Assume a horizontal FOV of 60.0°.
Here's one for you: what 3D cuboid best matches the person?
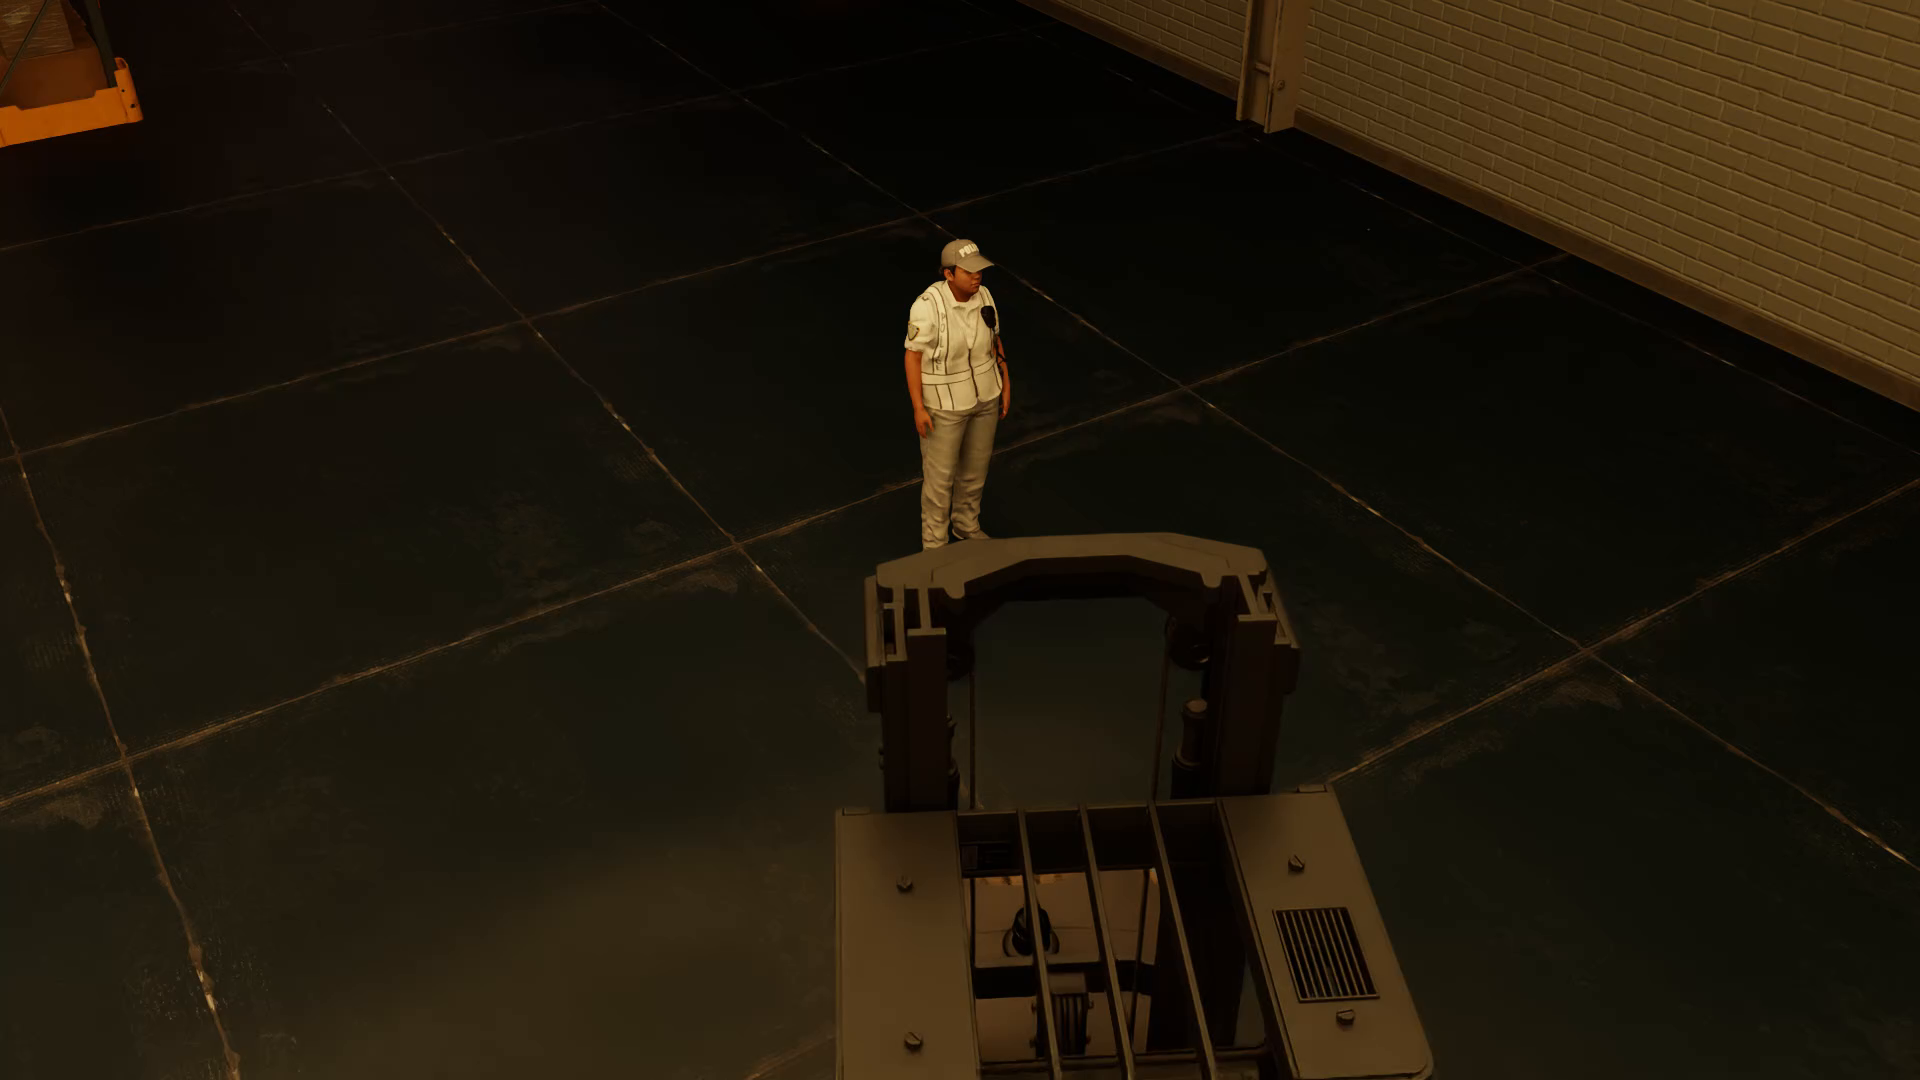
[{"bbox_3d":[0.022,-0.643,8.151,0.598,1.670,0.529,-21,40,-27],"label":"person"}]

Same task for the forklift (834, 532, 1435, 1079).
[{"bbox_3d":[0.292,1.566,3.919,1.130,2.935,3.031,-2,35,-3],"label":"forklift"}]
